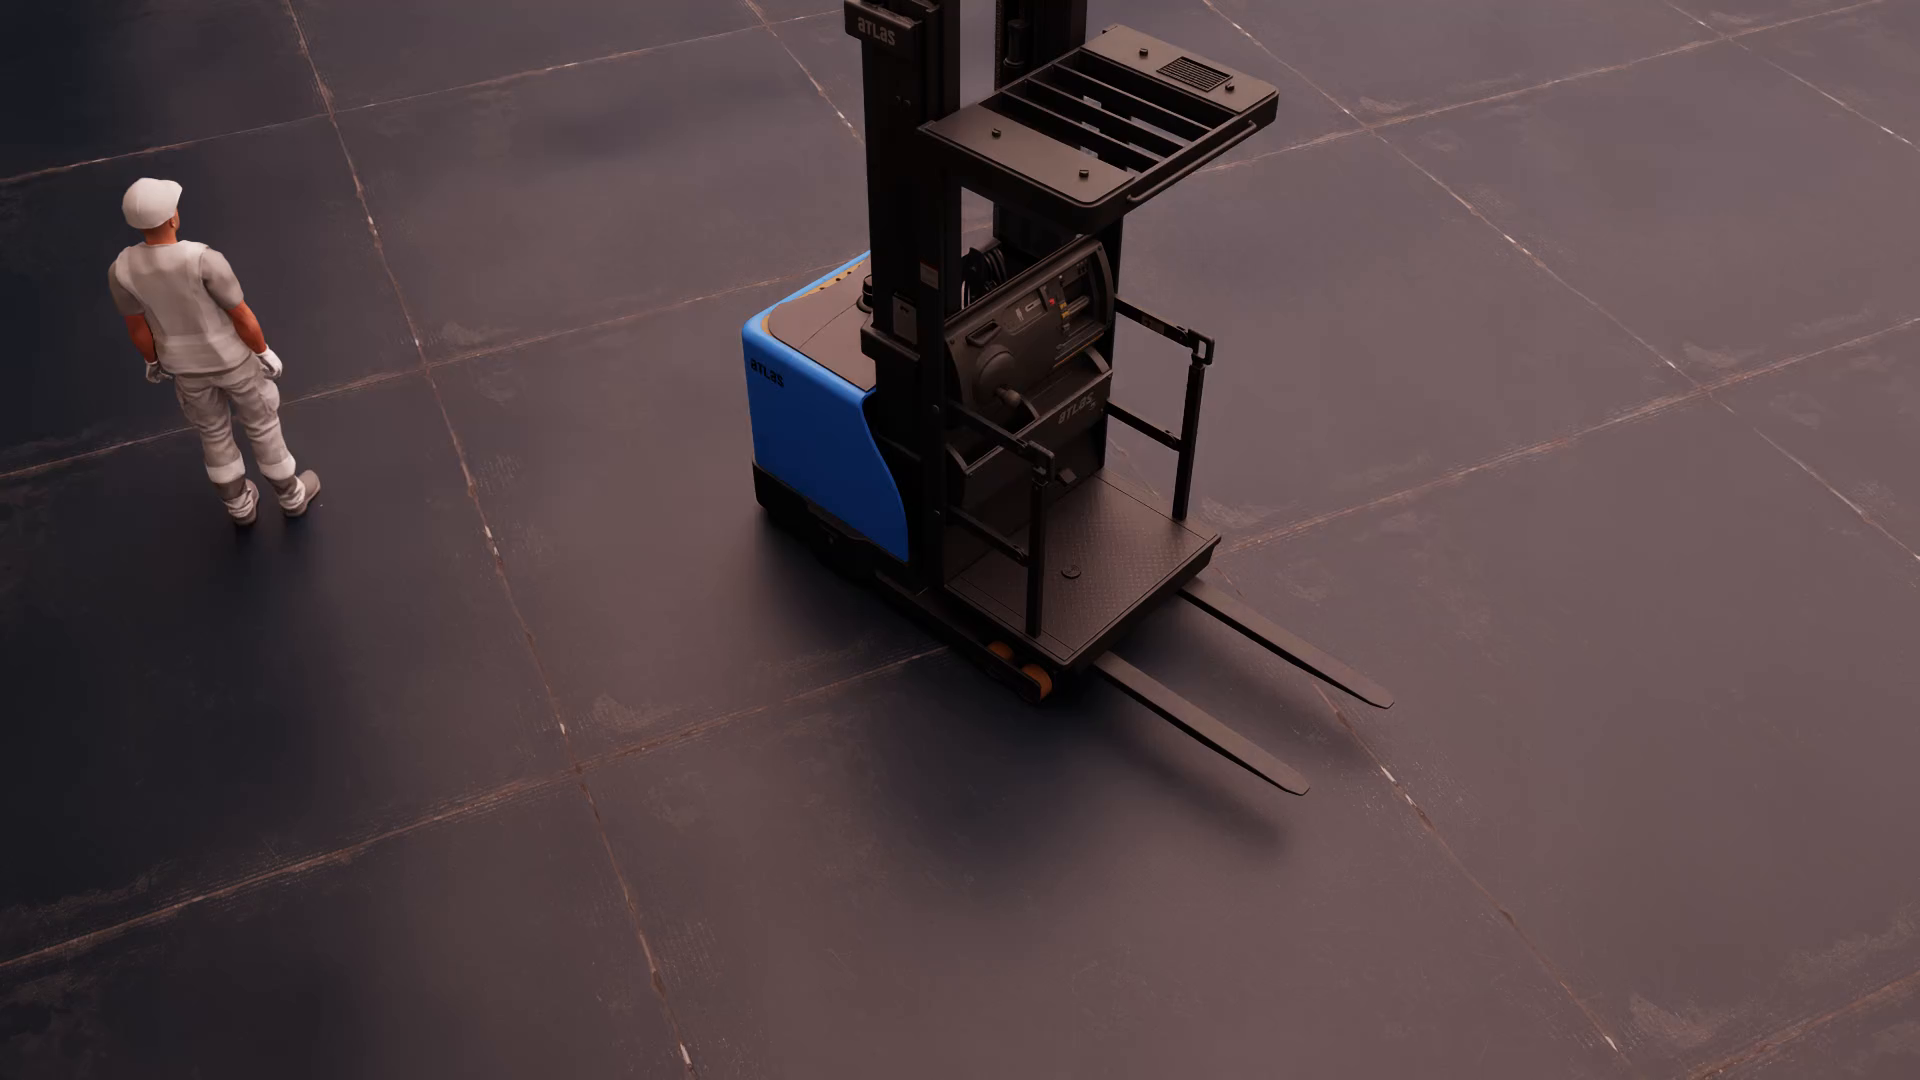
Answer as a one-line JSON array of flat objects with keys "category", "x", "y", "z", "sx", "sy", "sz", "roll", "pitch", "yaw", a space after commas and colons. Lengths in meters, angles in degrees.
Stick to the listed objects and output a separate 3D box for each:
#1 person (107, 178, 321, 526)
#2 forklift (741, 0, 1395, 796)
[{"category": "person", "x": -3.326, "y": -0.824, "z": 7.400, "sx": 0.587, "sy": 1.795, "sz": 0.367, "roll": -4, "pitch": 43, "yaw": -4}, {"category": "forklift", "x": 0.445, "y": -0.788, "z": 6.525, "sx": 3.031, "sy": 2.935, "sz": 1.130, "roll": 32, "pitch": 52, "yaw": 30}]
